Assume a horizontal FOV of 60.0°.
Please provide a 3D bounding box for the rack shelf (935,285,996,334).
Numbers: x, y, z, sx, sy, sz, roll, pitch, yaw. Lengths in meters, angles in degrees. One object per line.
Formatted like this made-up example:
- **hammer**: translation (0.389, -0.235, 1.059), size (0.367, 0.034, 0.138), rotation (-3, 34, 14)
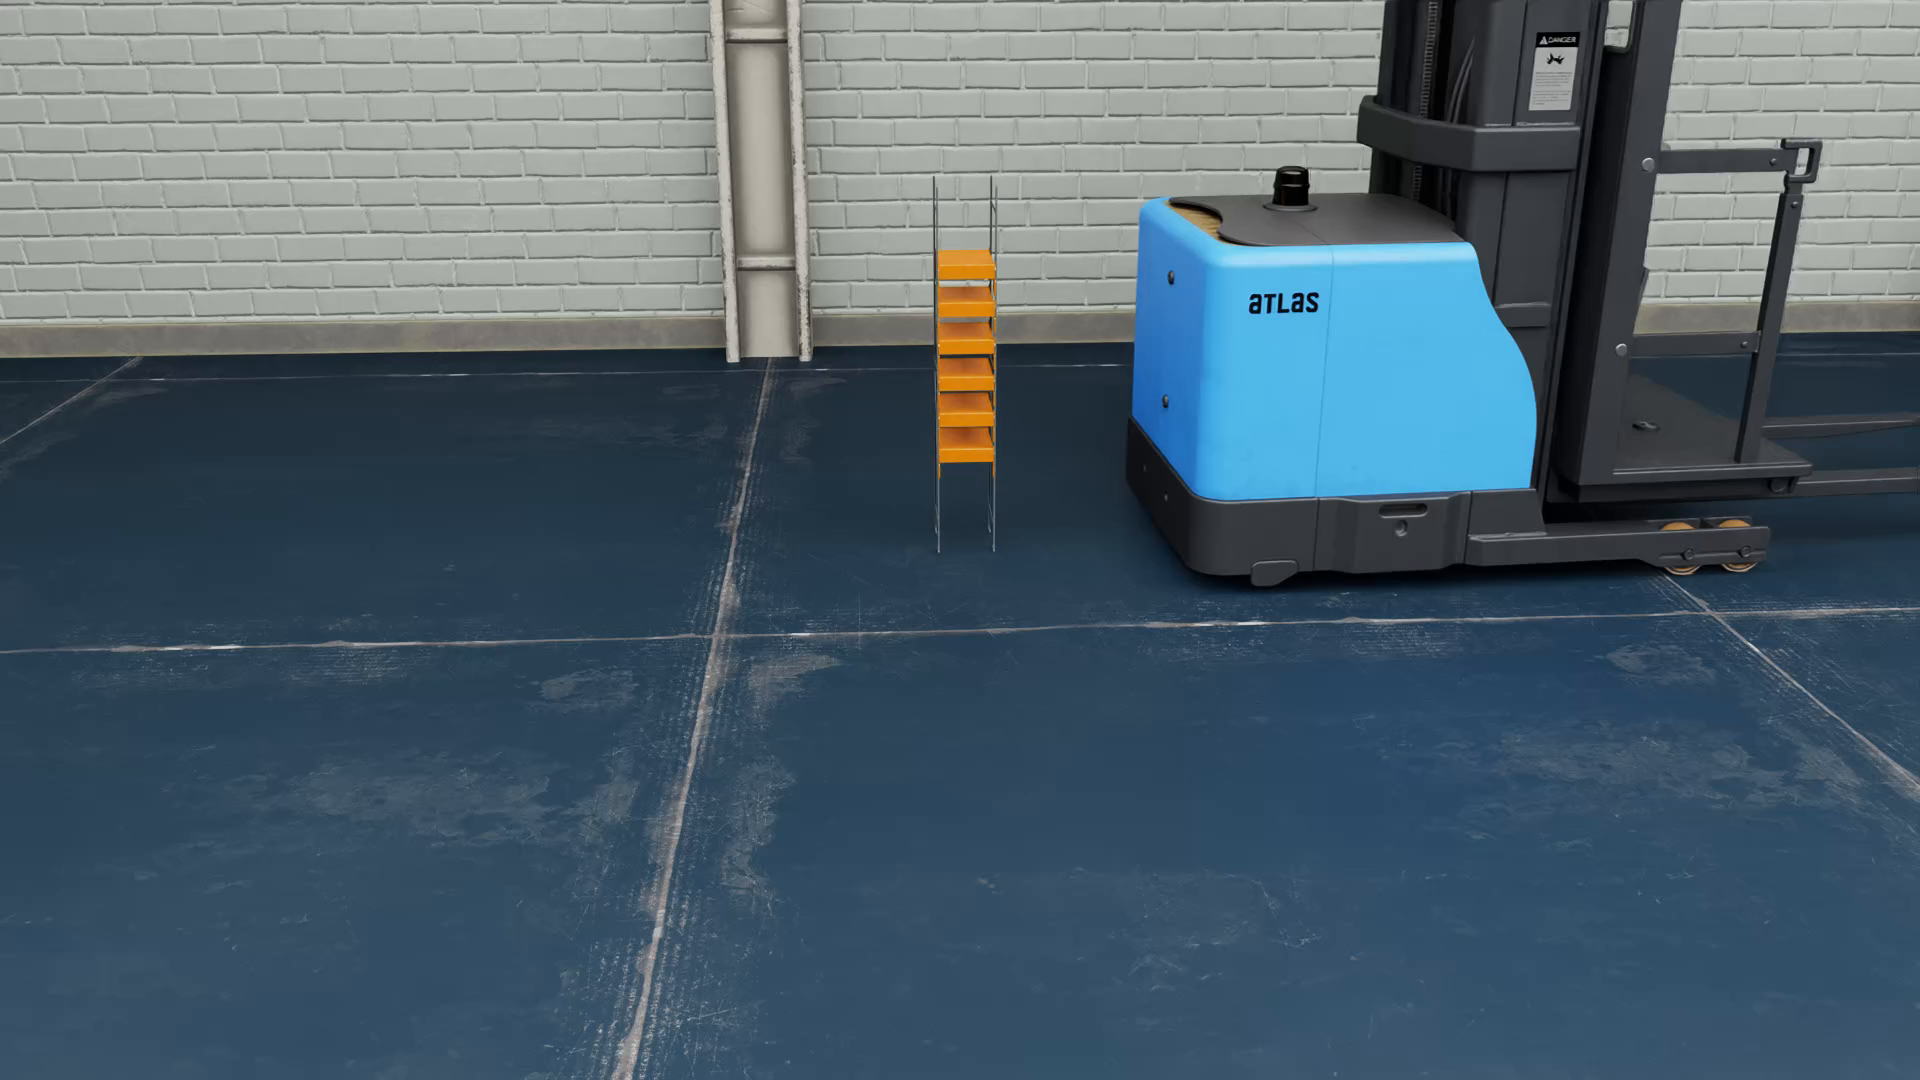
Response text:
- **rack shelf**: translation (0.014, -0.744, 5.339), size (0.180, 0.103, 0.258), rotation (-1, 21, -3)

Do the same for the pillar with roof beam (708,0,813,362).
- **pillar with roof beam**: translation (-0.661, -3.571, 2.354), size (0.400, 9.000, 9.100), rotation (-1, 21, -3)

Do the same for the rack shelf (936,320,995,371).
- **rack shelf**: translation (0.014, -0.632, 5.381), size (0.180, 0.103, 0.258), rotation (-1, 21, -3)

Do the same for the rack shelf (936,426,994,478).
- **rack shelf**: translation (0.014, -0.295, 5.509), size (0.180, 0.103, 0.258), rotation (-1, 21, -3)

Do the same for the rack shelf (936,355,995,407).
- **rack shelf**: translation (0.014, -0.520, 5.424), size (0.180, 0.103, 0.258), rotation (-1, 21, -3)

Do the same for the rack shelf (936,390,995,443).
- **rack shelf**: translation (0.014, -0.407, 5.467), size (0.180, 0.103, 0.258), rotation (-1, 21, -3)

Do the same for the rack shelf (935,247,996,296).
- **rack shelf**: translation (0.014, -0.856, 5.296), size (0.180, 0.103, 0.258), rotation (-1, 21, -3)

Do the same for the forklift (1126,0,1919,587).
- **forklift**: translation (2.155, -1.441, 5.287), size (3.031, 2.935, 1.130), rotation (-3, 21, -7)

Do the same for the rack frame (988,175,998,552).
- **rack frame**: translation (0.106, -0.563, 5.413), size (0.006, 1.200, 0.240), rotation (-1, 21, -3)

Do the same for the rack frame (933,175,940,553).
- **rack frame**: translation (-0.077, -0.559, 5.403), size (0.006, 1.200, 0.240), rotation (-1, 21, -3)

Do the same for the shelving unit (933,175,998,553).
- **shelving unit**: translation (0.014, -0.561, 5.408), size (0.189, 1.200, 0.258), rotation (-1, 21, -3)
